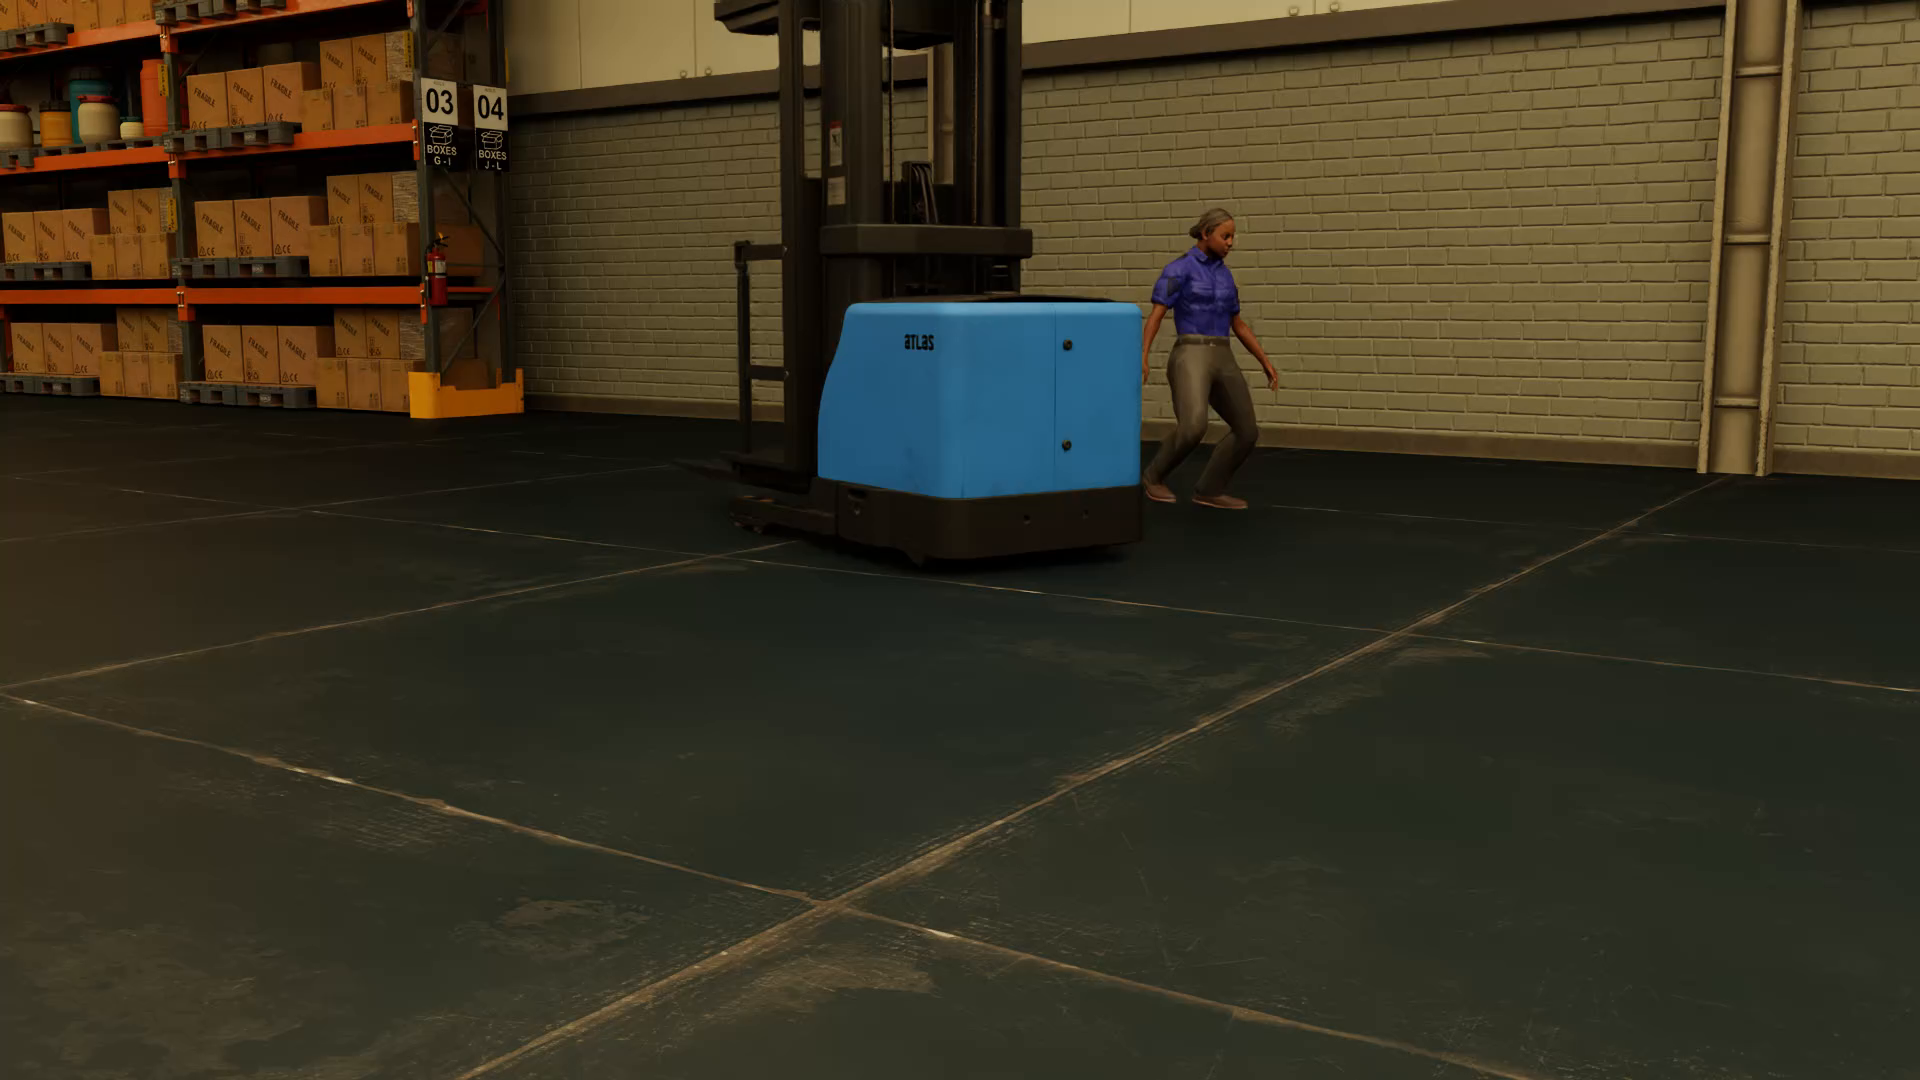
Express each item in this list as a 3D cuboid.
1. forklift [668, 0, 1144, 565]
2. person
[{"bbox_3d":[-0.463,-1.514,7.842,1.130,2.935,3.031,-5,10,-34],"label":"forklift"},{"bbox_3d":[1.241,-0.899,8.472,0.836,1.565,0.536,-5,10,-33],"label":"person"}]
